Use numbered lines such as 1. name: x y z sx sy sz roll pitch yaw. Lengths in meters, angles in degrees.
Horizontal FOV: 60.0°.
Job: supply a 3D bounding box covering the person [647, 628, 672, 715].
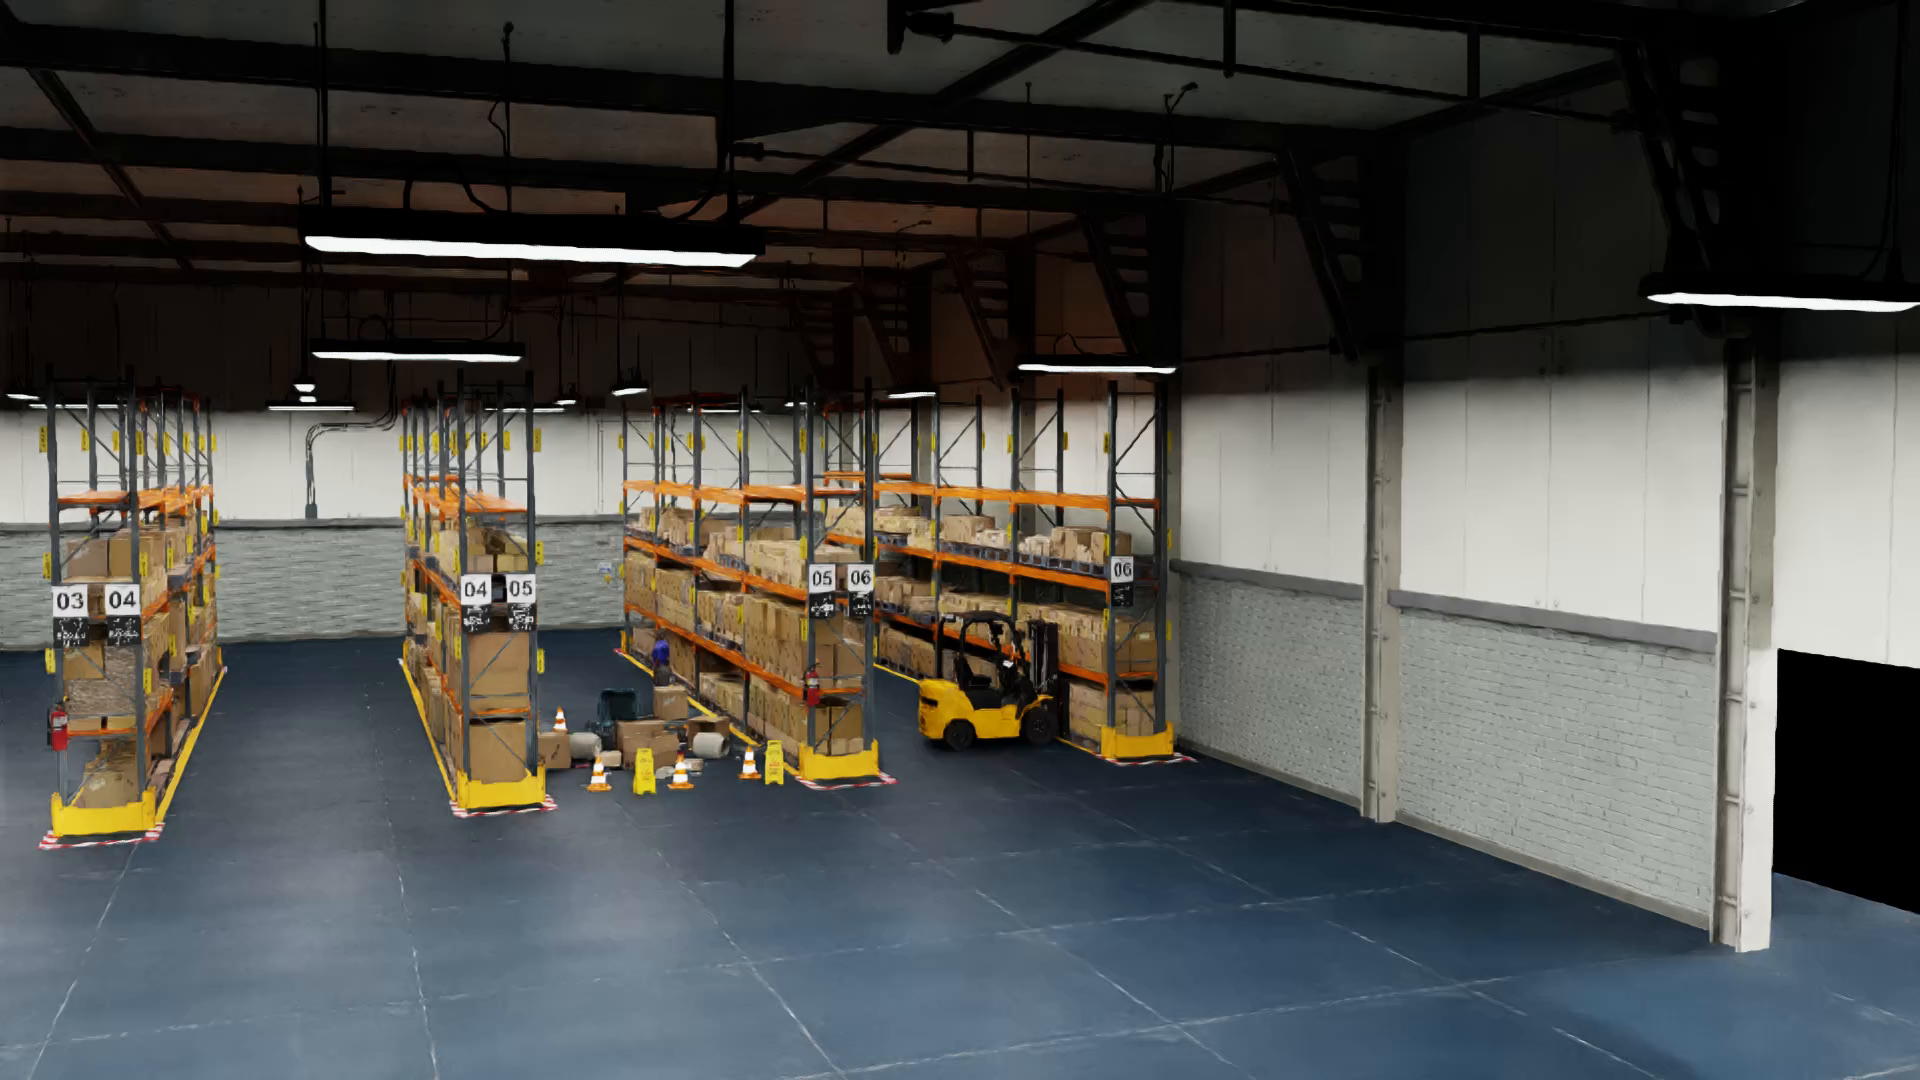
1. person: -5.412 2.409 30.009 0.555 1.650 0.588 0 3 5
